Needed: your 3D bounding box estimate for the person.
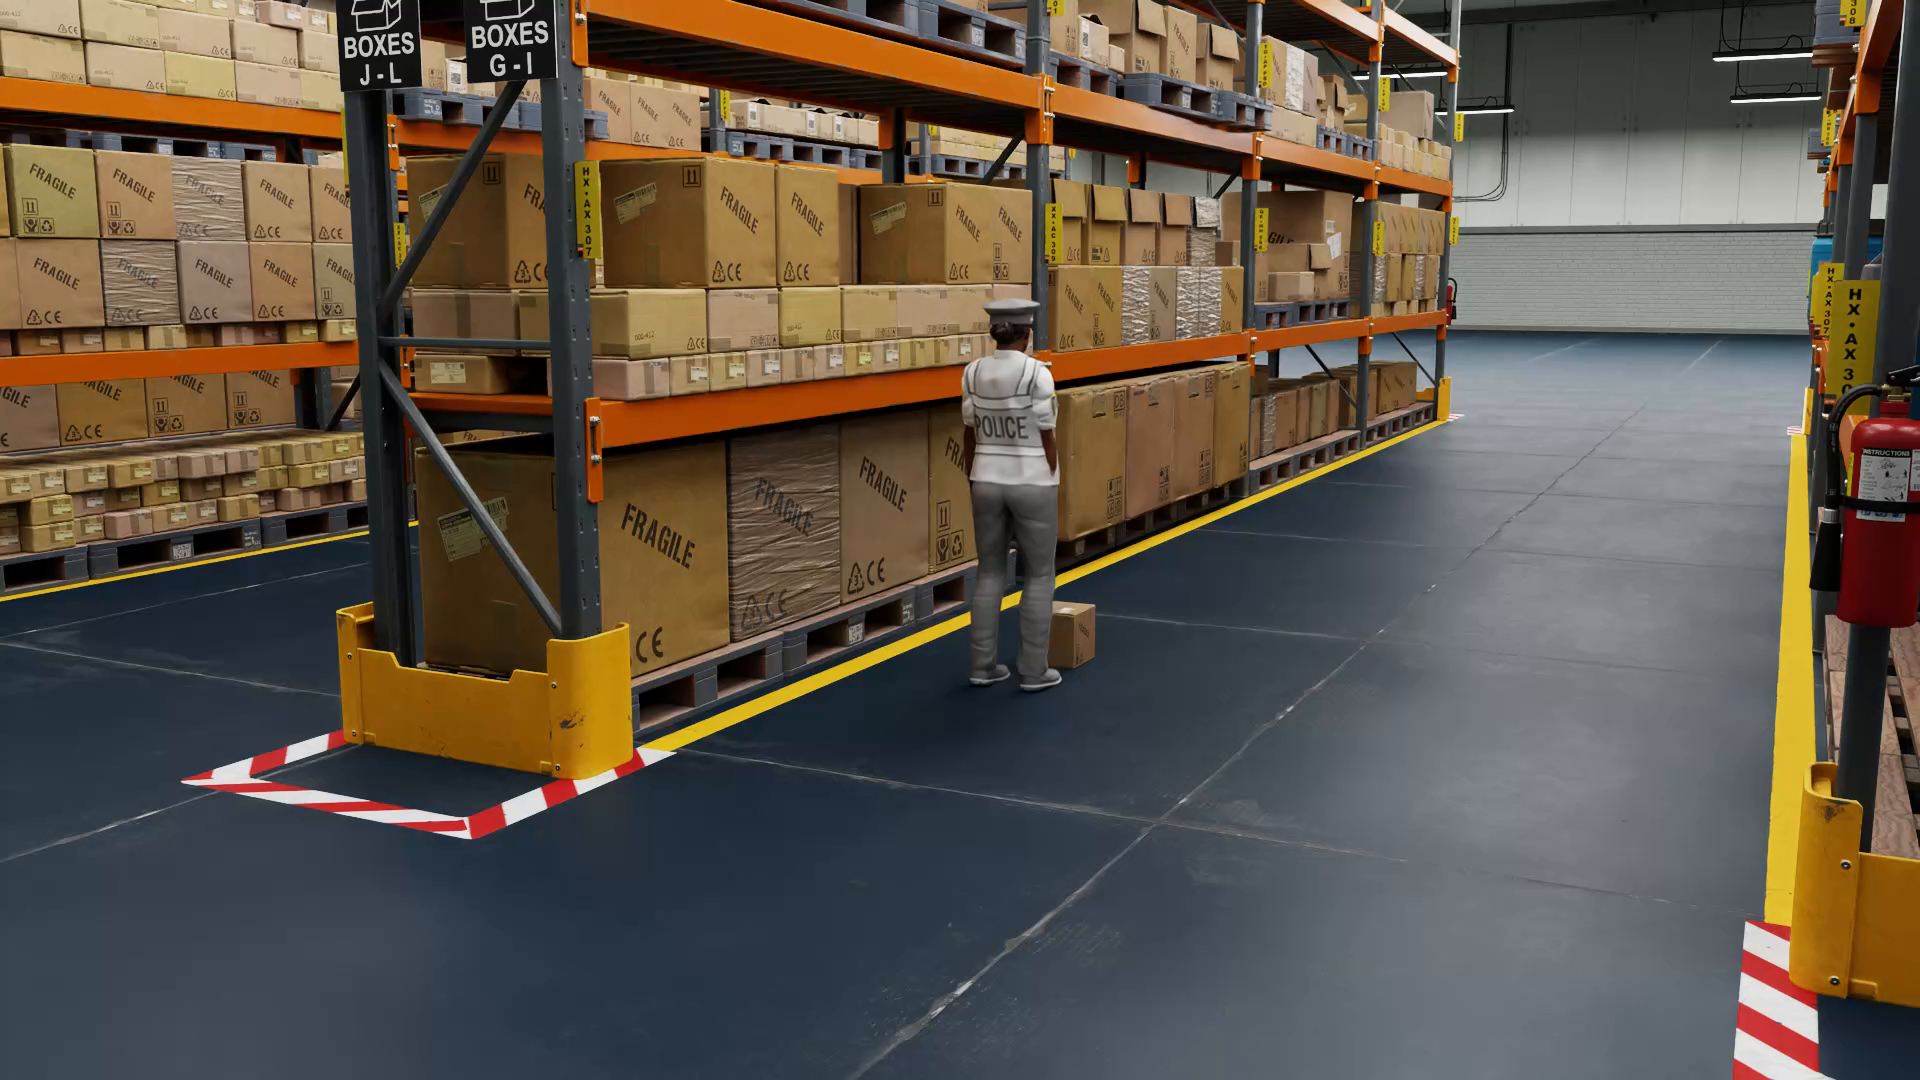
[{"bbox_3d":[0.219,-0.191,7.090,0.438,1.659,0.340,5,10,27],"label":"person"}]
